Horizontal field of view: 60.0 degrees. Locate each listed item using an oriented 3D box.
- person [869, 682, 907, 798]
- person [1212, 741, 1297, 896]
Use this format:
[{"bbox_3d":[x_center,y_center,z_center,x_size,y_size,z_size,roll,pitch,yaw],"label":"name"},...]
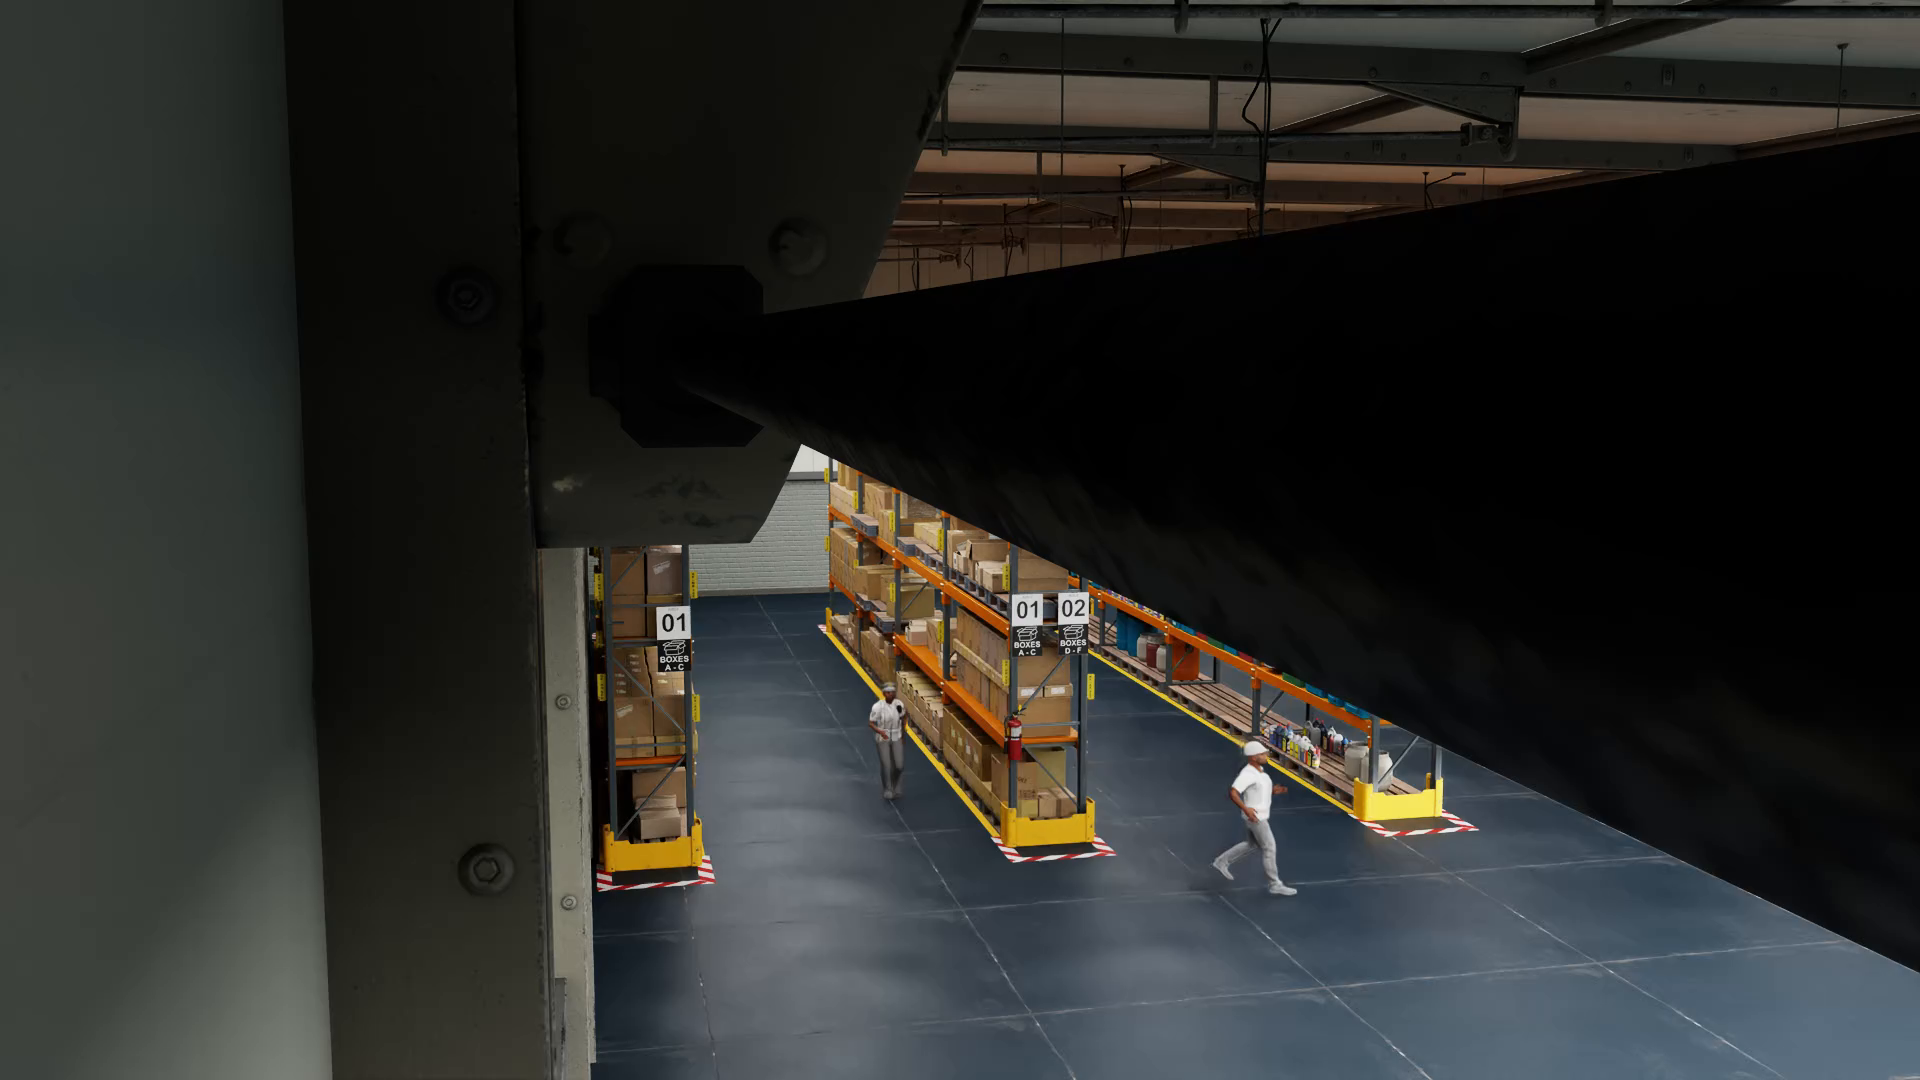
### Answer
[{"bbox_3d":[-0.971,2.774,23.019,0.576,1.660,0.566,-2,7,-14],"label":"person"},{"bbox_3d":[3.394,3.171,19.109,0.987,1.745,0.707,2,7,16],"label":"person"}]
